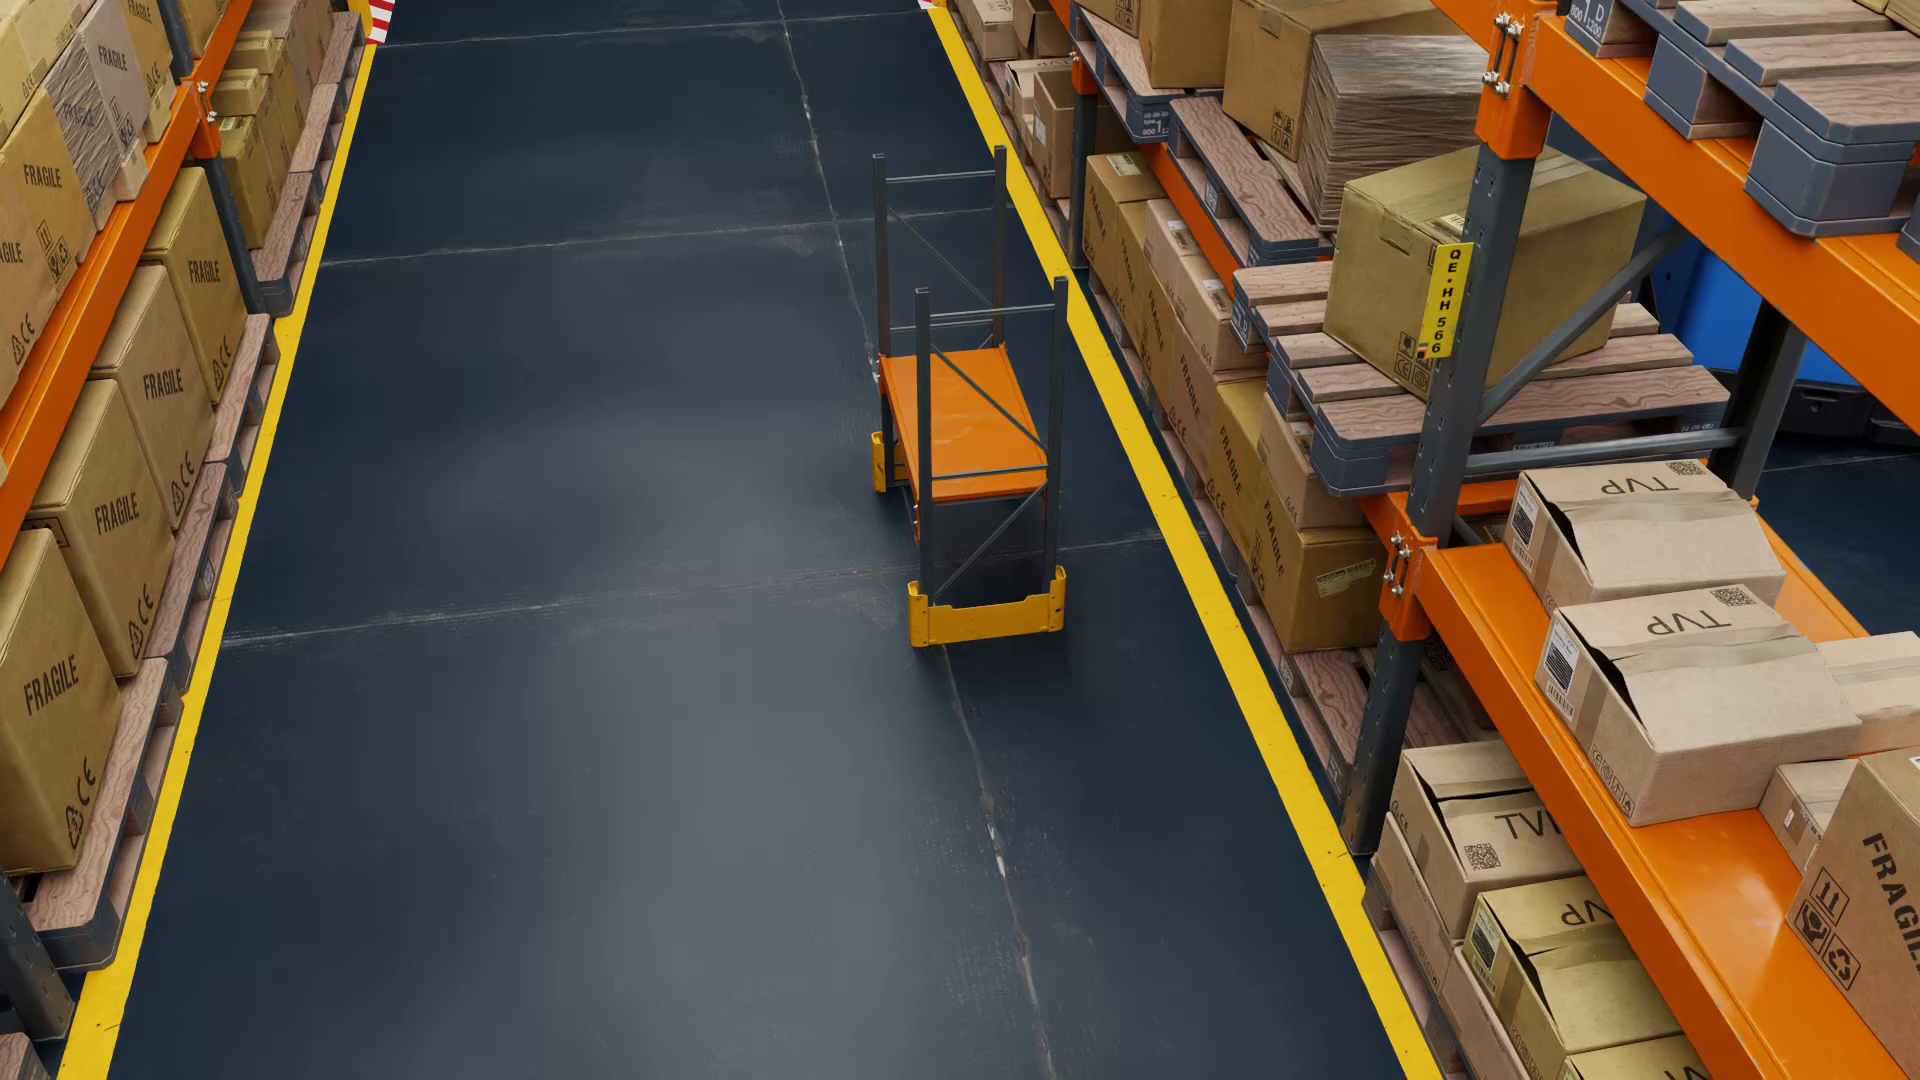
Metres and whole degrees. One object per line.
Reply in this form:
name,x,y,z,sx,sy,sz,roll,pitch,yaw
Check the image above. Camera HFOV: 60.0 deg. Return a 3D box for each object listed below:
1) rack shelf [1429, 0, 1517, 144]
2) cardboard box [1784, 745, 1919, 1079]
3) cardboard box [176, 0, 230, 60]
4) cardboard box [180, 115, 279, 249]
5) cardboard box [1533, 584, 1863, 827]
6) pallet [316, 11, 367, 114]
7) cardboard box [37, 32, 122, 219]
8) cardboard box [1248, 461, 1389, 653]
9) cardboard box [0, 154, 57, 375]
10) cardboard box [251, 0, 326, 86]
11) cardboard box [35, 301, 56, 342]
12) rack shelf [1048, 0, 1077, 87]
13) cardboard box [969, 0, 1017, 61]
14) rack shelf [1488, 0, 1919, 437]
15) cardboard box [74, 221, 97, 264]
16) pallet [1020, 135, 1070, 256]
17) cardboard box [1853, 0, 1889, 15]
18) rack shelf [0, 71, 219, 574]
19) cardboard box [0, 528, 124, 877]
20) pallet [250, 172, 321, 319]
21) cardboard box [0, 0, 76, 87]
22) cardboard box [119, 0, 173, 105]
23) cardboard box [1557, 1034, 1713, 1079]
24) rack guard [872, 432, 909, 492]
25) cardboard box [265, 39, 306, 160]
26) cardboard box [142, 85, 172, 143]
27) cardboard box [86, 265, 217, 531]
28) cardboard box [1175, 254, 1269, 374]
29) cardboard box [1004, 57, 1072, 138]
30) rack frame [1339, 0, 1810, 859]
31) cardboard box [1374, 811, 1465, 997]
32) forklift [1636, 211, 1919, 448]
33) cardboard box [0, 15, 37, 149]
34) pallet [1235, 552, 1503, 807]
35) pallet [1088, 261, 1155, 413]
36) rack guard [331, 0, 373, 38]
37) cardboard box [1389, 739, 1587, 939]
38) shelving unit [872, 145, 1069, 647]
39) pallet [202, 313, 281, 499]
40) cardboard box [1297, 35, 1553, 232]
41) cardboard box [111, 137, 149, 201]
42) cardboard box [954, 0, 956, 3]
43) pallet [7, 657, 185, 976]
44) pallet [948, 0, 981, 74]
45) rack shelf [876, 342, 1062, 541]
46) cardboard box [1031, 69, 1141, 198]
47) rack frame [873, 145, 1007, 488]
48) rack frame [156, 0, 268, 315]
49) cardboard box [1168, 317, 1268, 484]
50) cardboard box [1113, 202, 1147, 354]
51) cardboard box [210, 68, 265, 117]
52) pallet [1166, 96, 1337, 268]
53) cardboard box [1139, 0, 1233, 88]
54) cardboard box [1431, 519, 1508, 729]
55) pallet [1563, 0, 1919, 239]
rack shelf,1.408,-2.347,5.468,1.077,0.370,4.000,-6,38,-8
cardboard box,2.068,0.733,3.279,0.500,0.500,0.500,-8,39,-10
cardboard box,-3.898,-2.568,7.365,0.980,0.700,0.700,-6,38,-7
cardboard box,-3.849,-1.761,8.267,0.700,0.500,0.500,-6,38,-7
cardboard box,1.724,0.357,3.918,0.500,0.311,0.500,-7,38,-8
pallet,-4.303,-2.960,10.388,1.003,0.211,1.213,-6,38,-8
cardboard box,-3.311,-1.421,5.794,0.500,0.500,0.500,-6,38,-8
cardboard box,1.363,0.035,5.939,0.500,0.500,0.500,-5,38,-6
cardboard box,-3.120,-0.807,5.003,0.500,0.500,0.500,-6,38,-8
cardboard box,-4.212,-3.000,9.862,0.700,0.500,0.500,-6,38,-8
cardboard box,-3.227,-0.761,5.474,0.380,0.149,0.250,-6,38,-8
rack shelf,0.706,-3.579,9.498,1.077,0.370,4.000,-6,38,-8
cardboard box,0.347,-3.196,10.301,0.500,0.250,0.500,-6,38,-8
rack shelf,2.109,0.069,2.358,1.077,0.370,4.000,-6,38,-8
cardboard box,-3.302,-1.083,5.887,0.380,0.149,0.250,-7,38,-9
pallet,0.938,-1.968,9.112,1.003,0.211,1.213,-6,38,-8
cardboard box,1.893,-1.262,3.264,0.500,0.250,0.500,-9,39,-11
rack shelf,-3.469,-0.628,5.699,1.077,0.370,4.000,-6,38,-8
cardboard box,-3.118,0.521,5.044,0.750,0.750,0.750,-7,38,-9
pallet,-3.876,-1.486,8.491,1.003,0.211,1.213,-6,38,-8
cardboard box,-3.316,-1.708,5.552,0.500,0.250,0.500,-6,38,-7
cardboard box,-3.490,-2.033,6.581,0.500,0.500,0.500,-7,38,-9
cardboard box,1.749,1.432,3.903,0.500,0.311,0.500,-7,38,-9
rack guard,-0.074,-0.353,7.001,0.587,0.250,0.087,-6,38,-8
cardboard box,-4.022,-2.375,9.058,0.700,0.500,0.500,-5,38,-7
cardboard box,-3.414,-1.705,6.688,0.380,0.149,0.250,-6,38,-7
cardboard box,-3.419,-0.521,6.386,0.750,0.750,0.750,-5,38,-7
cardboard box,1.166,-0.912,6.547,0.500,0.250,0.500,-7,38,-9
cardboard box,0.546,-2.533,9.399,0.500,0.311,0.500,-6,38,-8
rack frame,1.758,-0.239,4.612,1.000,3.000,0.127,-6,38,-8
cardboard box,1.561,1.029,4.879,0.500,0.250,0.500,-6,38,-8
forklift,4.661,-1.765,6.633,3.031,2.935,1.130,9,39,11
cardboard box,-3.226,-1.400,5.156,0.500,0.250,0.500,-7,38,-9
pallet,1.665,0.407,6.054,1.003,0.211,1.213,-6,38,-8
pallet,1.237,-1.066,7.951,1.003,0.211,1.213,-6,38,-8
rack guard,-4.525,-3.563,10.929,1.175,0.500,0.348,-6,38,-8
cardboard box,1.561,0.808,4.707,0.500,0.311,0.500,-5,38,-6
shelving unit,0.013,-0.546,6.231,0.587,1.500,1.083,-6,38,-8
pallet,-3.610,-0.561,7.300,1.003,0.211,1.213,-6,38,-8
cardboard box,1.565,-1.385,5.664,0.700,0.500,0.500,0,38,1
cardboard box,-3.309,-1.390,6.283,0.380,0.149,0.250,-6,38,-8
cardboard box,0.135,-3.685,10.999,0.380,0.166,0.250,-6,38,-8
pallet,-3.182,0.913,5.403,1.003,0.211,1.213,-6,38,-8
pallet,0.510,-3.442,11.009,1.003,0.211,1.213,-6,38,-8
rack shelf,0.015,-0.399,6.334,0.538,0.185,1.000,-6,38,-8
cardboard box,0.678,-2.155,8.758,0.500,0.500,0.500,-6,38,-8
rack frame,-0.074,-0.848,6.619,0.500,1.500,0.032,-6,38,-8
rack frame,-3.819,-2.120,7.033,1.000,3.000,0.127,-6,38,-8
cardboard box,1.175,-0.594,6.748,0.500,0.500,0.500,-8,38,-10
cardboard box,1.006,-1.202,7.531,0.500,0.500,0.500,-6,38,-7
cardboard box,-3.730,-2.244,8.360,0.380,0.149,0.250,-5,38,-6
pallet,1.413,-1.337,6.183,1.003,0.211,1.213,-6,38,-8
cardboard box,1.103,-2.141,6.638,0.700,0.500,0.500,-1,38,-1
cardboard box,1.960,0.269,5.638,0.500,0.500,0.500,-5,38,-6
pallet,1.965,-0.948,3.235,1.213,0.211,1.003,-5,38,-6
